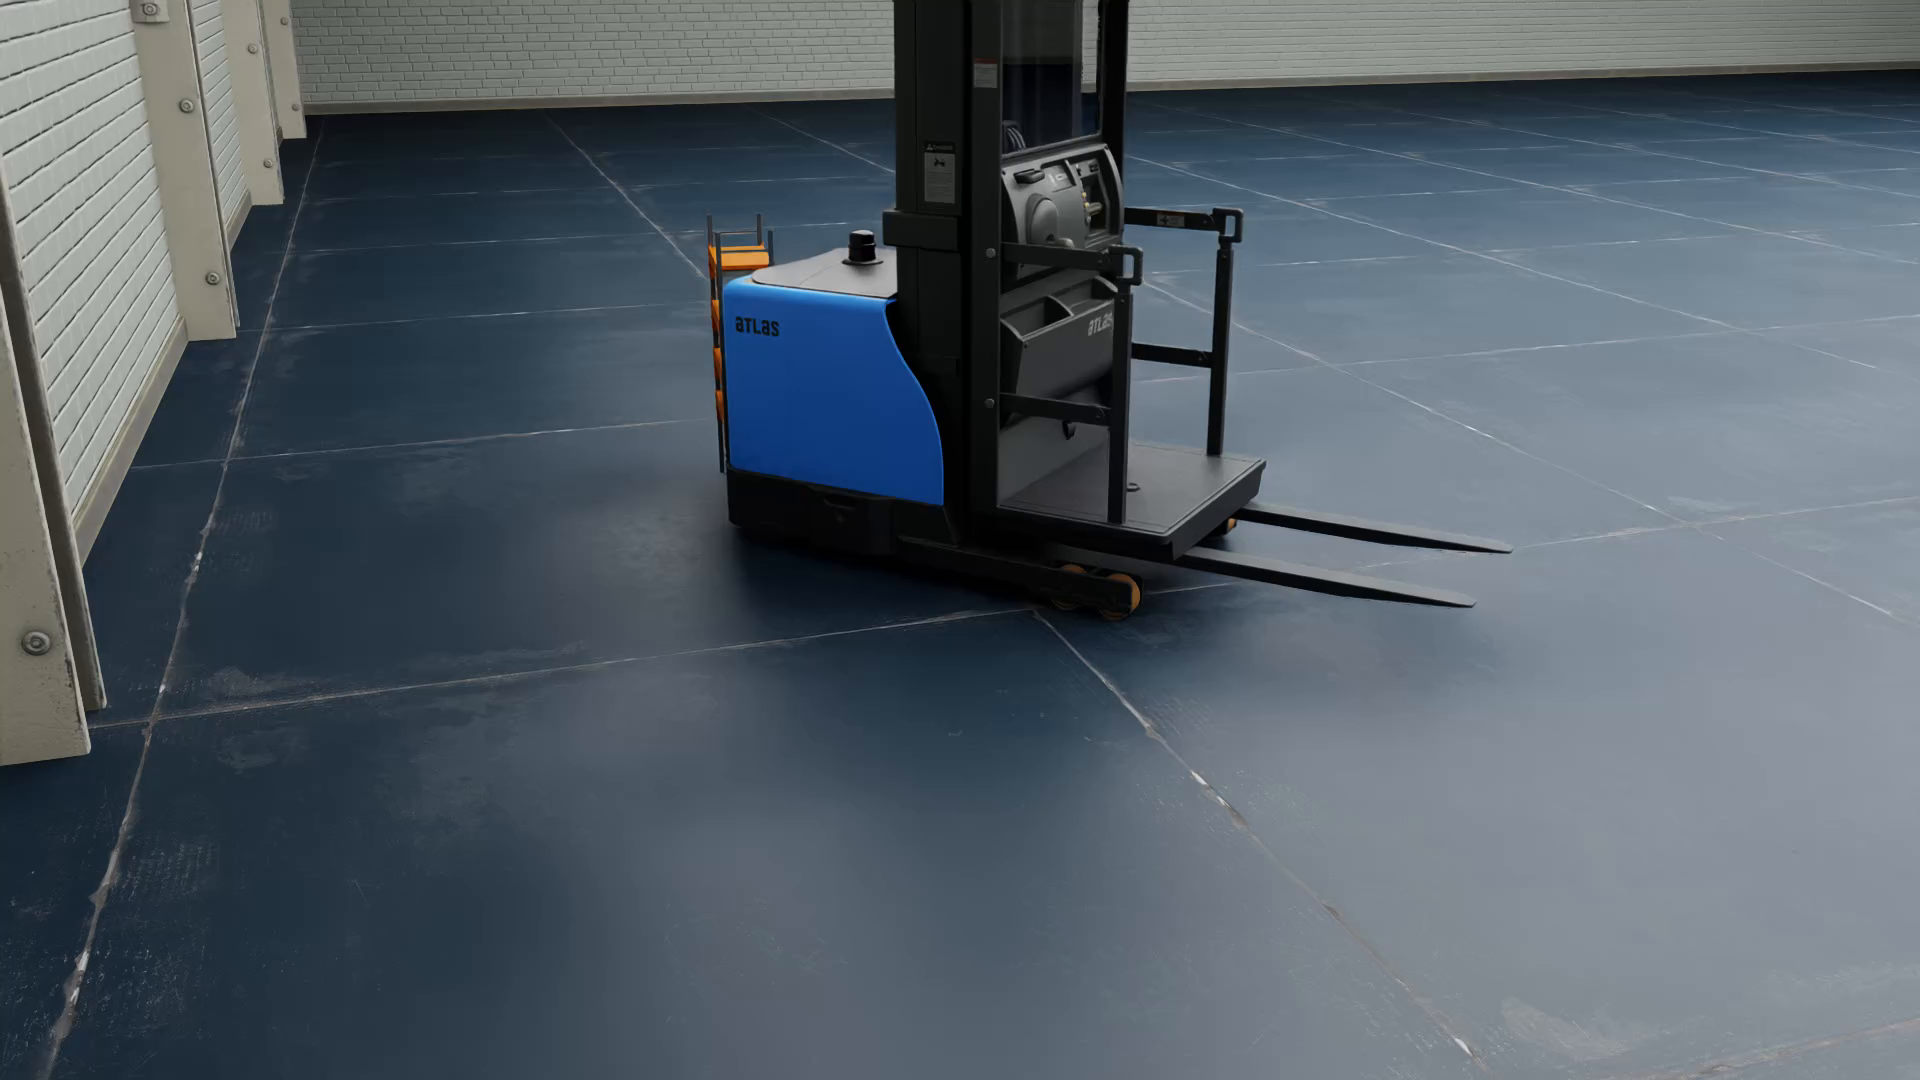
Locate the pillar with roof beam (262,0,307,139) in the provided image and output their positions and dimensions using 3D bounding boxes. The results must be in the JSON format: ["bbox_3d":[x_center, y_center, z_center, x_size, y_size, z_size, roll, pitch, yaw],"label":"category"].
[{"bbox_3d":[-4.448,-9.860,21.057,9.100,9.000,0.400,-6,21,-17],"label":"pillar with roof beam"}]

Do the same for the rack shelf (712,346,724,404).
[{"bbox_3d":[-0.956,-0.745,7.416,0.258,0.148,0.480,-4,20,-11],"label":"rack shelf"}]

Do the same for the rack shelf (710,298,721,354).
[{"bbox_3d":[-0.956,-0.956,7.340,0.258,0.148,0.480,-4,20,-11],"label":"rack shelf"}]

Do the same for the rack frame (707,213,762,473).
[{"bbox_3d":[-1.007,-0.889,7.618,0.240,1.200,0.015,-4,20,-11],"label":"rack frame"}]

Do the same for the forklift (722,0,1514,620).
[{"bbox_3d":[0.575,-1.292,6.179,3.031,2.935,1.130,11,22,27],"label":"forklift"}]

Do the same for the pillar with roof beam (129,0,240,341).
[{"bbox_3d":[-0.676,-6.010,10.336,9.100,9.000,0.400,-6,21,-17],"label":"pillar with roof beam"}]

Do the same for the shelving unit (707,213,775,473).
[{"bbox_3d":[-0.956,-0.809,7.393,0.258,1.200,0.503,-4,20,-11],"label":"shelving unit"}]

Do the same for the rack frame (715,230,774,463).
[{"bbox_3d":[-0.905,-0.728,7.168,0.240,1.200,0.015,-4,20,-11],"label":"rack frame"}]

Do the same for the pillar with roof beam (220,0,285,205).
[{"bbox_3d":[-2.562,-7.935,15.696,9.100,9.000,0.400,-6,21,-17],"label":"pillar with roof beam"}]

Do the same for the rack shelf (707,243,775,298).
[{"bbox_3d":[-0.956,-1.179,7.260,0.258,0.148,0.480,-4,20,-11],"label":"rack shelf"}]

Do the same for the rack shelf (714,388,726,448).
[{"bbox_3d":[-0.956,-0.559,7.483,0.258,0.148,0.480,-4,20,-11],"label":"rack shelf"}]
